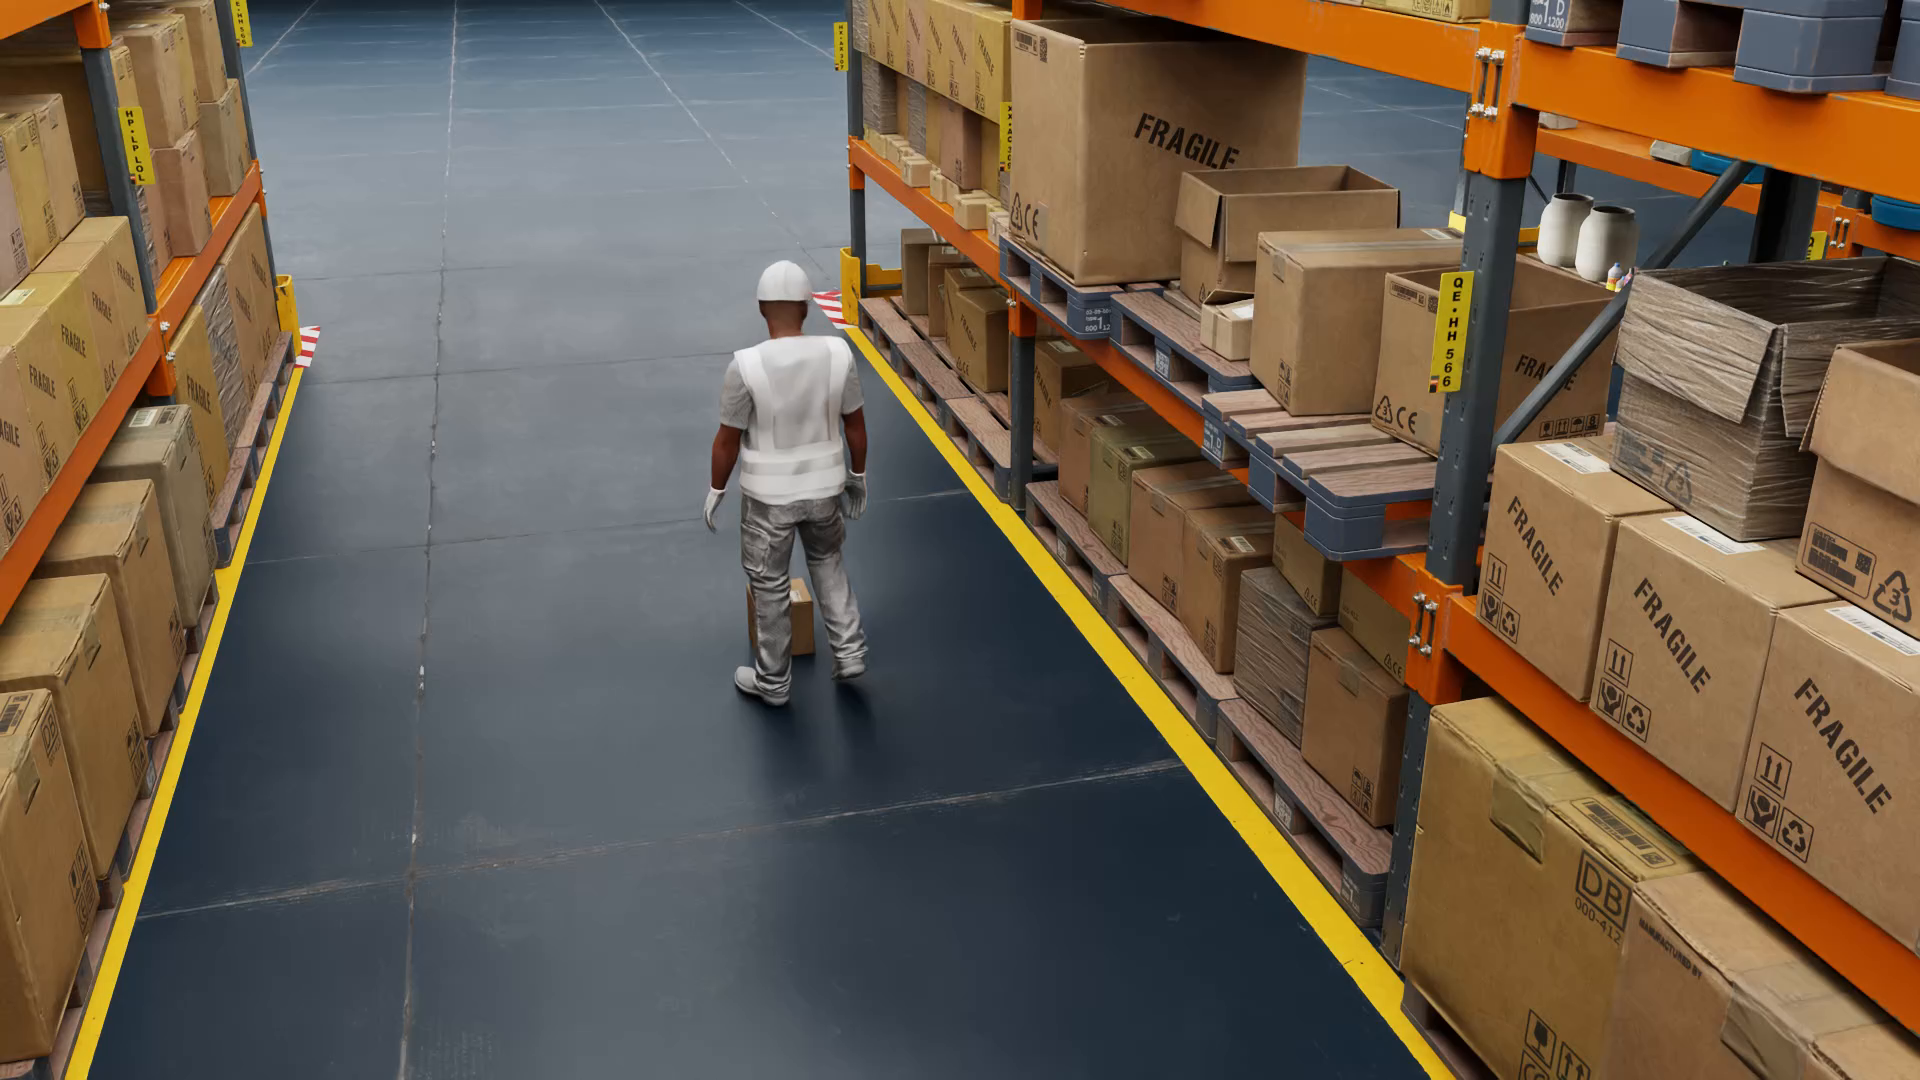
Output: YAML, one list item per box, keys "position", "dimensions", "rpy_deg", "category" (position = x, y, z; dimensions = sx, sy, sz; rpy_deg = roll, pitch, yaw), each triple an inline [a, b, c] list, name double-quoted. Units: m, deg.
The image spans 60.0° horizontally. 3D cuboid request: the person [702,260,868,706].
- position: [-0.682, -0.188, 6.504]
  dimensions: [0.633, 1.808, 0.420]
  rpy_deg: [-13, 26, -28]
  category: "person"
